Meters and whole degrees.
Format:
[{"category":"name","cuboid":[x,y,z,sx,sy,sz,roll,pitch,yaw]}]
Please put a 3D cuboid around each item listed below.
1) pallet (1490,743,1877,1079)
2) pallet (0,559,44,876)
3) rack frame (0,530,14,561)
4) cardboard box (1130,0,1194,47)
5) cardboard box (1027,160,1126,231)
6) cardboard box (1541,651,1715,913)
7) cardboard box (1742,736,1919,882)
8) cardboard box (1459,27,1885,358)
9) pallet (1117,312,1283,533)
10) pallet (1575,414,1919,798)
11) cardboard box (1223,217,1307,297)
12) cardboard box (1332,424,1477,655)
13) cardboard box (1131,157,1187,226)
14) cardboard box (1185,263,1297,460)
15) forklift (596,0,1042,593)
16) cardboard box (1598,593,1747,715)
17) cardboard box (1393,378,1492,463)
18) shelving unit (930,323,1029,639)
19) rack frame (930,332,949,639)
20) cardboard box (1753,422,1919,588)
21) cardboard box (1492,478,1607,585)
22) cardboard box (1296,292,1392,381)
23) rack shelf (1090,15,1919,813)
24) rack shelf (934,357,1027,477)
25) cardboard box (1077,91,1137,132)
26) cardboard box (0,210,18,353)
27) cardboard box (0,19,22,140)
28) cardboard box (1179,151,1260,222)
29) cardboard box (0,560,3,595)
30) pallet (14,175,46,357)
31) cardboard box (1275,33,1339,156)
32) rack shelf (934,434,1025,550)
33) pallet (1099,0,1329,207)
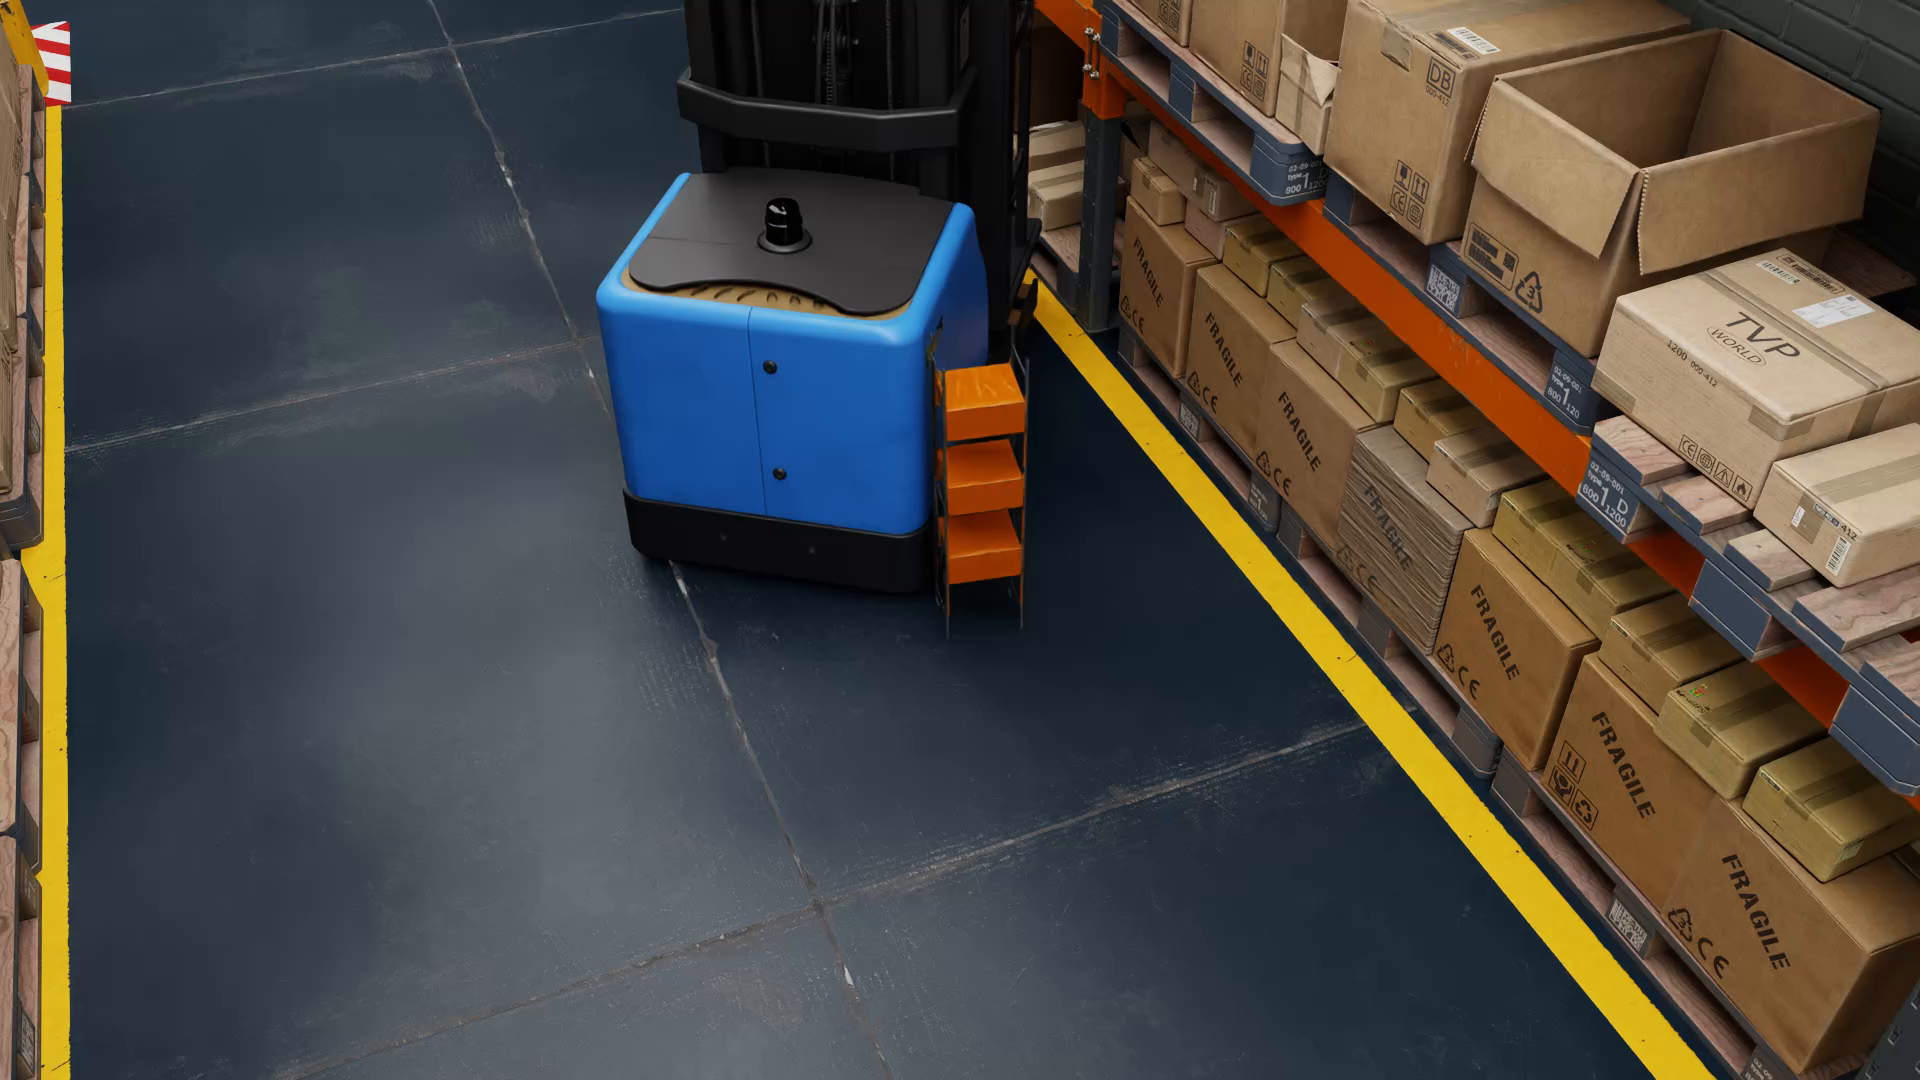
[{"category":"pallet","cuboid":[2.236,0.886,4.557,1.003,0.211,1.213,-15,43,-17]},{"category":"pallet","cuboid":[-3.264,0.623,4.864,1.003,0.211,1.213,-15,43,-17]},{"category":"rack frame","cuboid":[-3.628,-0.881,4.474,1.000,3.000,0.127,-15,43,-17]},{"category":"cardboard box","cuboid":[0.935,-1.971,5.343,0.700,0.500,0.500,-14,43,-16]},{"category":"cardboard box","cuboid":[0.472,-1.462,7.014,0.380,0.149,0.250,-16,43,-18]},{"category":"cardboard box","cuboid":[1.944,0.572,4.380,0.500,0.500,0.500,-16,43,-17]},{"category":"cardboard box","cuboid":[2.064,0.597,3.853,0.380,0.149,0.250,-17,44,-19]},{"category":"cardboard box","cuboid":[1.691,-0.847,4.033,0.797,0.503,0.637,-16,43,-18]},{"category":"pallet","cuboid":[1.302,-0.583,6.267,1.003,0.211,1.213,-15,43,-17]},{"category":"pallet","cuboid":[2.162,-0.030,3.631,1.213,0.211,1.003,-15,43,-17]},{"category":"cardboard box","cuboid":[1.134,-0.997,5.706,0.380,0.149,0.250,-17,44,-19]},{"category":"cardboard box","cuboid":[1.526,-0.051,5.104,0.500,0.500,0.500,-17,43,-18]},{"category":"cardboard box","cuboid":[0.848,-1.296,6.054,0.380,0.149,0.250,-13,42,-15]},{"category":"cardboard box","cuboid":[1.146,-0.667,5.820,0.500,0.500,0.500,-16,43,-17]},{"category":"forklift","cuboid":[-0.299,-1.908,5.720,1.130,2.935,3.031,8,41,9]},{"category":"cardboard box","cuboid":[1.871,0.270,4.233,0.380,0.149,0.250,-16,43,-18]},{"category":"cardboard box","cuboid":[1.535,-0.370,4.977,0.380,0.149,0.250,-15,43,-17]},{"category":"shelving unit","cuboid":[0.057,-0.158,5.126,0.252,1.050,0.215,-8,41,-9]},{"category":"rack frame","cuboid":[-0.062,-0.141,5.108,0.008,1.050,0.200,-8,41,-9]},{"category":"cardboard box","cuboid":[1.881,-0.076,3.408,0.380,0.149,0.250,-14,43,-16]},{"category":"cardboard box","cuboid":[1.716,-0.050,4.605,0.380,0.149,0.250,-16,43,-17]},{"category":"cardboard box","cuboid":[1.312,-0.675,5.332,0.380,0.149,0.250,-15,43,-17]},{"category":"rack shelf","cuboid":[1.721,-0.644,4.750,1.077,0.370,4.000,-15,43,-17]},{"category":"rack shelf","cuboid":[0.056,-0.365,4.949,0.240,0.259,0.215,-8,41,-9]},{"category":"cardboard box","cuboid":[0.756,-1.918,7.544,0.380,0.149,0.250,-16,43,-17]},{"category":"cardboard box","cuboid":[-4.113,-1.013,6.270,0.875,0.438,0.875,-16,43,-18]},{"category":"cardboard box","cuboid":[-4.814,-2.105,7.541,0.875,0.438,0.875,-17,43,-18]},{"category":"cardboard box","cuboid":[0.991,-1.264,5.789,0.380,0.149,0.250,-17,44,-19]},{"category":"cardboard box","cuboid":[-3.317,0.119,4.618,0.875,0.875,0.875,-14,43,-16]},{"category":"pallet","cuboid":[-4.318,-1.037,6.794,1.003,0.211,1.213,-15,43,-17]},{"category":"cardboard box","cuboid":[1.133,-1.297,4.739,0.396,0.266,0.258,-13,42,-15]},{"category":"rack shelf","cuboid":[0.058,-0.150,5.133,0.240,0.259,0.215,-8,41,-9]},{"category":"pallet","cuboid":[1.161,-1.540,5.387,1.003,0.211,1.213,-15,43,-17]}]
